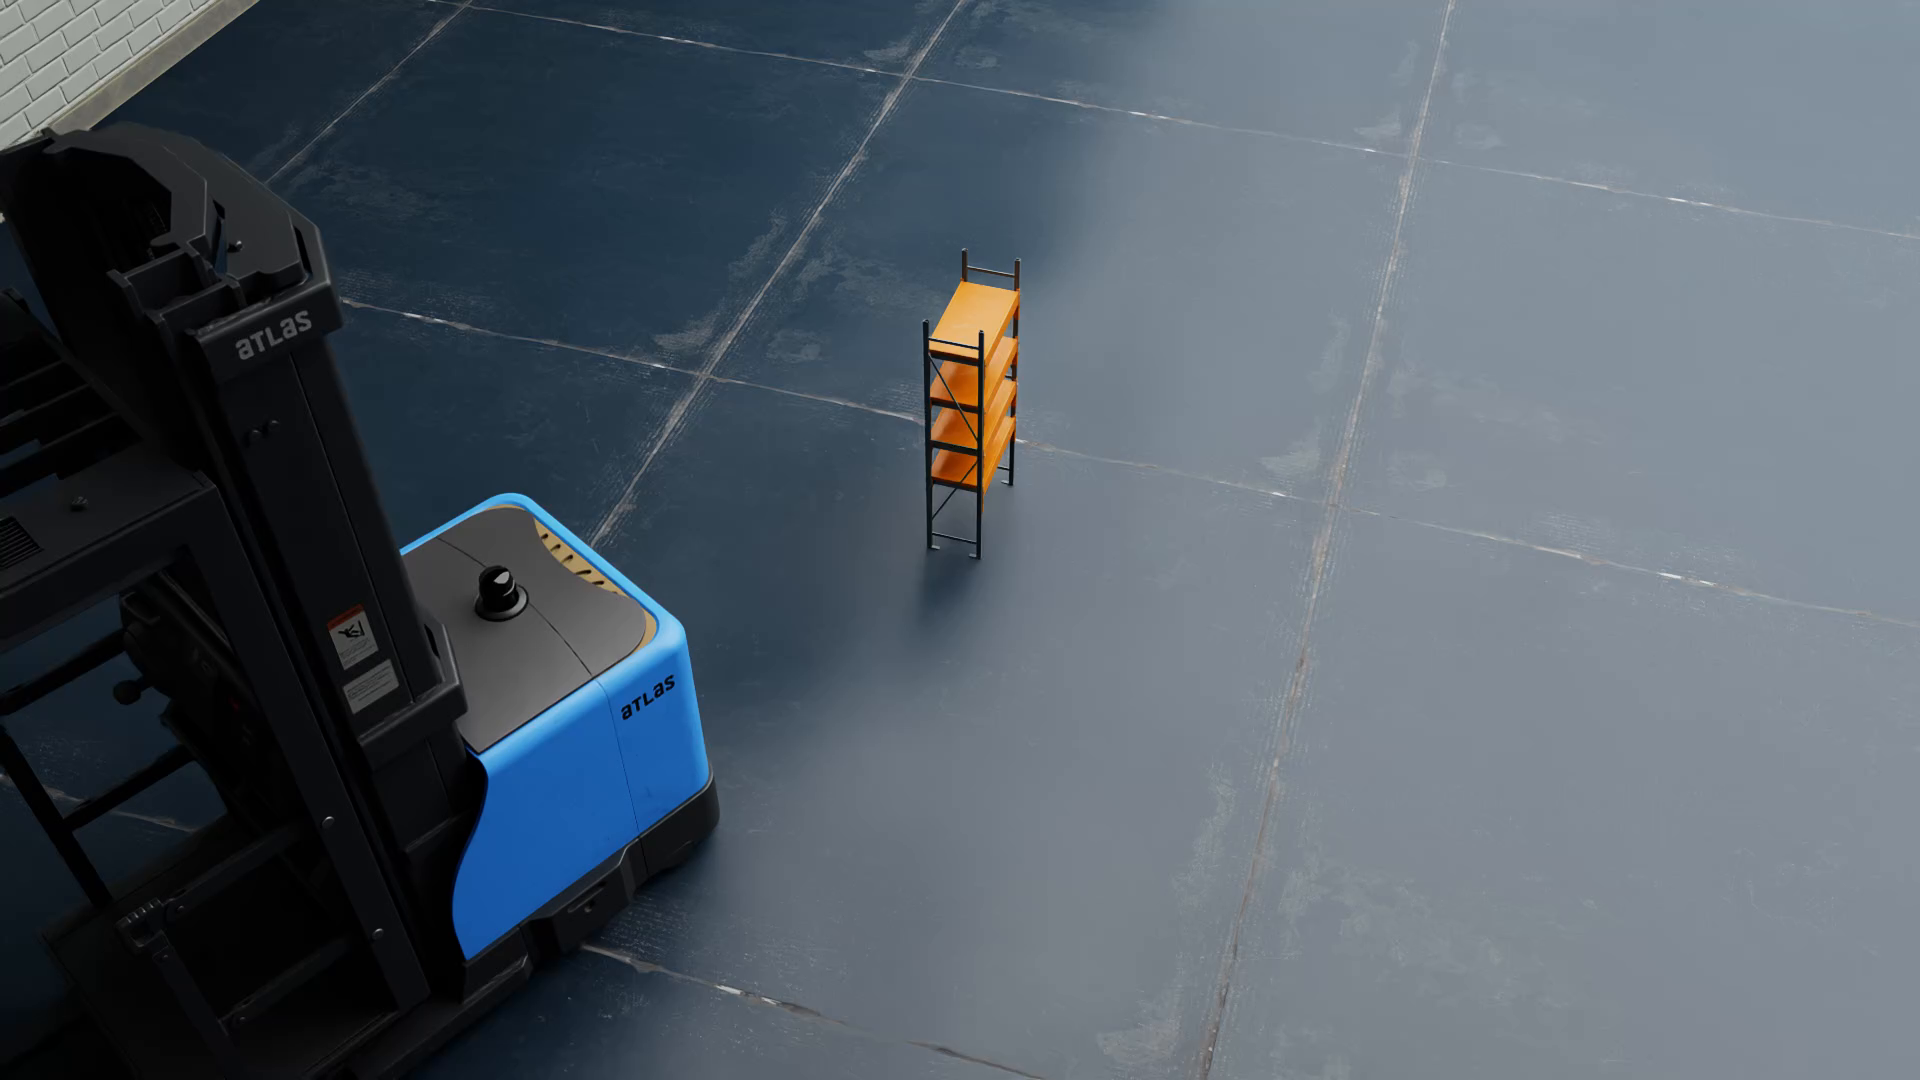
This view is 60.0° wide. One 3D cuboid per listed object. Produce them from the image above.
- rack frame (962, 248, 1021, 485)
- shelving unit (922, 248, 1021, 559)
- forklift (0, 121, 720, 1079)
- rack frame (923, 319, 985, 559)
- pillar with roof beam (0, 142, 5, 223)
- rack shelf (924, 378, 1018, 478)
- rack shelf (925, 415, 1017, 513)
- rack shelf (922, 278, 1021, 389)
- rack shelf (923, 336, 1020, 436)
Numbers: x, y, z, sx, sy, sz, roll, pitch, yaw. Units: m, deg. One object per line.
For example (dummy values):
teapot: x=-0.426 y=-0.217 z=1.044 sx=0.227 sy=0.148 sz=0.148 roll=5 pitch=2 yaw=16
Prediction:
rack frame: x=0.124 y=-0.702 z=7.008 sx=0.240 sy=1.200 sz=0.015 roll=13 pitch=46 yaw=12
shelving unit: x=0.050 y=-0.539 z=6.842 sx=0.258 sy=1.200 sz=0.503 roll=13 pitch=46 yaw=12
forklift: x=-2.263 y=0.499 z=4.543 sx=1.130 sy=2.935 sz=3.031 roll=35 pitch=54 yaw=30
rack frame: x=-0.024 y=-0.377 z=6.676 sx=0.240 sy=1.200 sz=0.015 roll=13 pitch=46 yaw=12
pillar with roof beam: x=-1.097 y=-3.976 z=4.778 sx=9.100 sy=9.000 sz=0.400 roll=13 pitch=46 yaw=13
rack shelf: x=0.050 y=-0.491 z=6.889 sx=0.258 sy=0.148 sz=0.480 roll=13 pitch=46 yaw=12
rack shelf: x=0.050 y=-0.349 z=7.028 sx=0.258 sy=0.148 sz=0.480 roll=13 pitch=46 yaw=12
rack shelf: x=0.050 y=-0.820 z=6.567 sx=0.258 sy=0.148 sz=0.480 roll=13 pitch=46 yaw=12
rack shelf: x=0.050 y=-0.651 z=6.733 sx=0.258 sy=0.148 sz=0.480 roll=13 pitch=46 yaw=12
